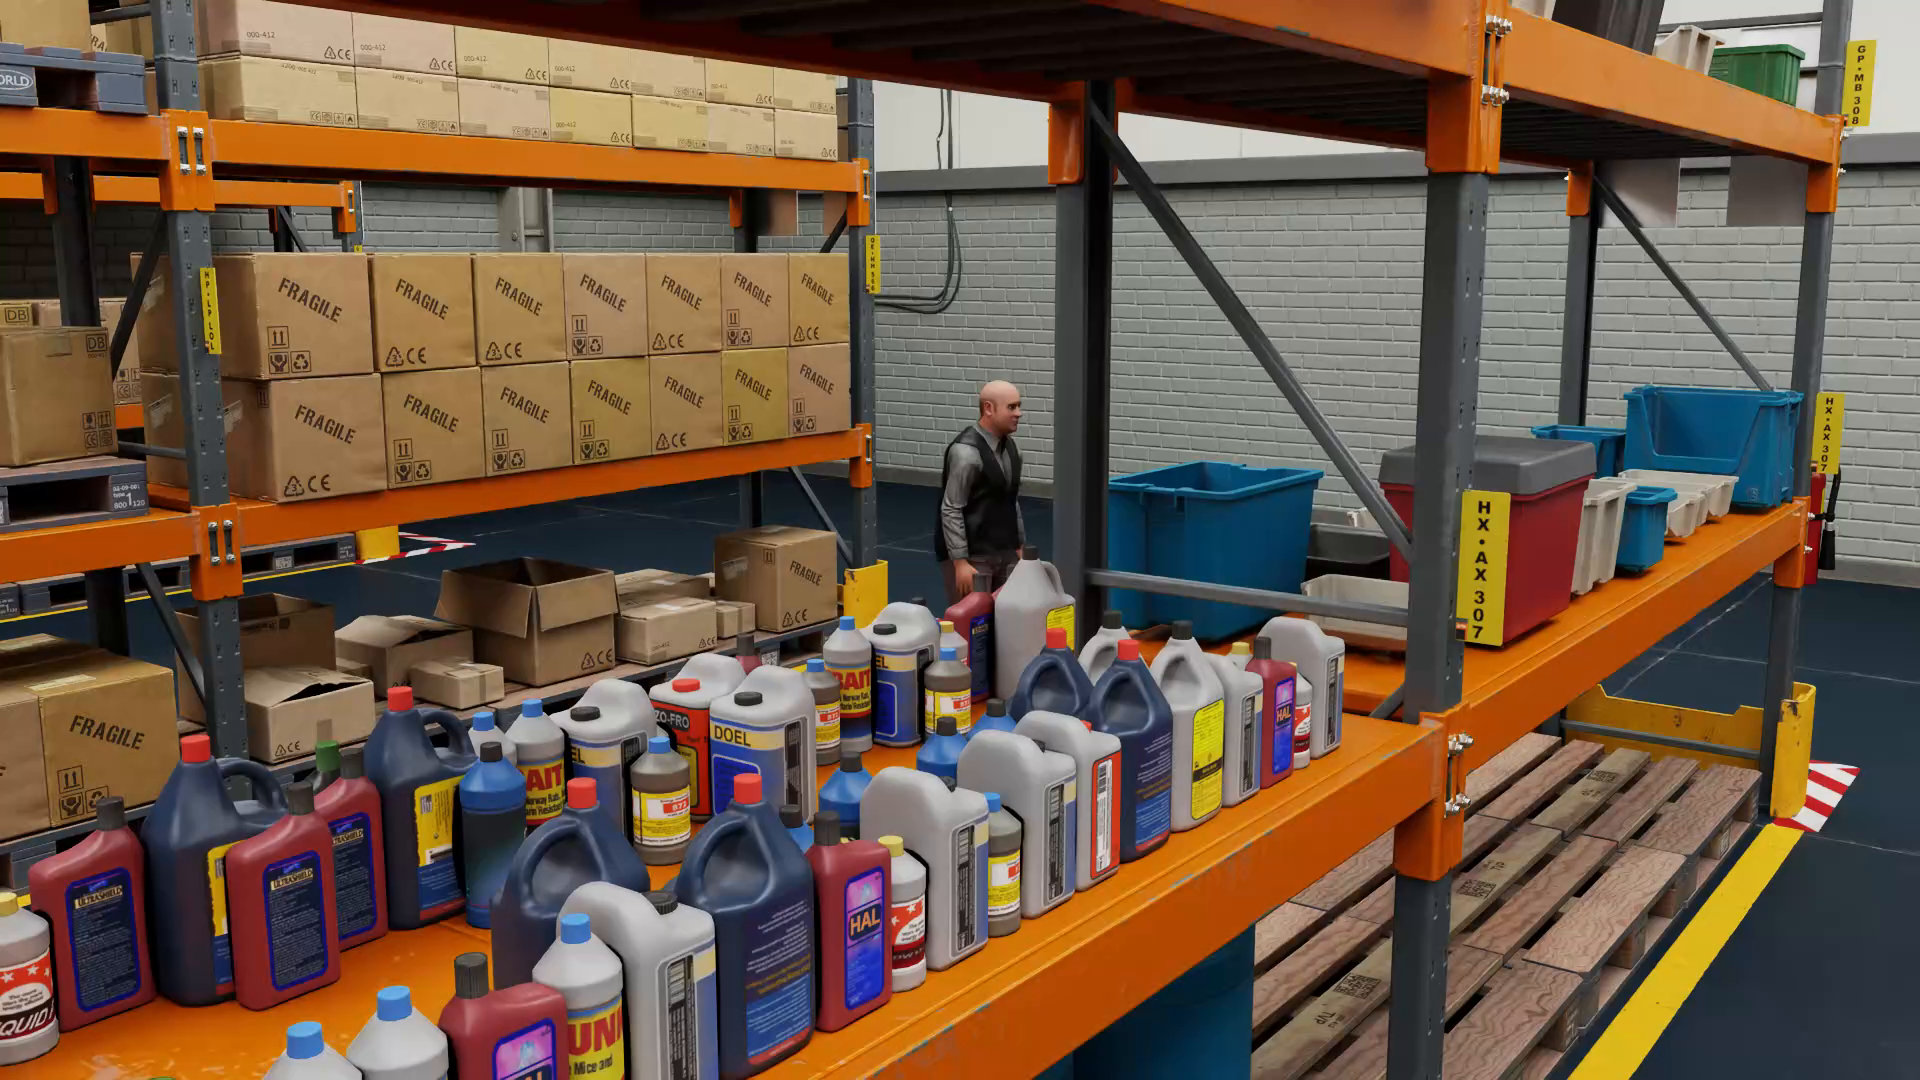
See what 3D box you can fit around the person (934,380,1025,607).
[{"bbox_3d":[0.123,0.109,7.829,0.461,1.720,0.585,7,12,35],"label":"person"}]
